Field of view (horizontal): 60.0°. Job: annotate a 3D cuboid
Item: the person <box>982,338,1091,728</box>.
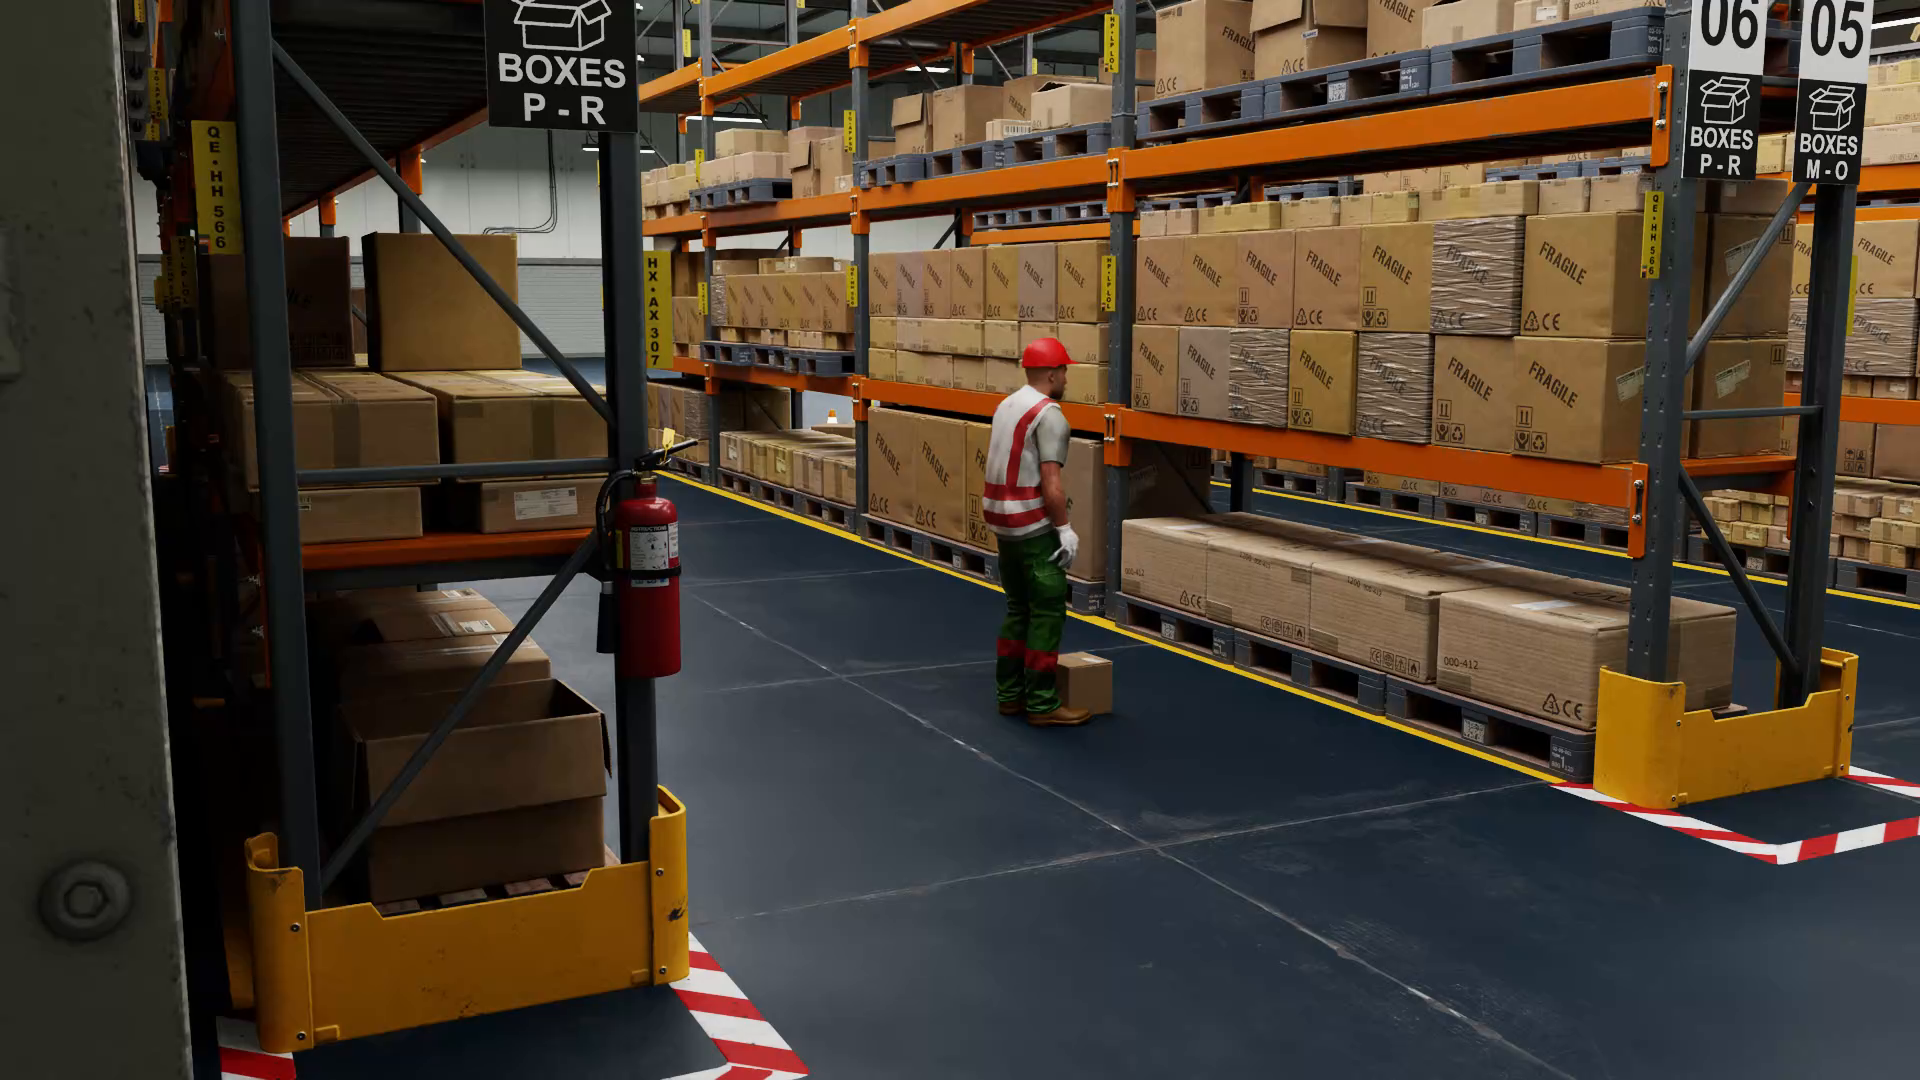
[{"bbox_3d":[0.350,-0.045,7.751,0.452,1.778,0.611,-5,10,-29],"label":"person"}]
